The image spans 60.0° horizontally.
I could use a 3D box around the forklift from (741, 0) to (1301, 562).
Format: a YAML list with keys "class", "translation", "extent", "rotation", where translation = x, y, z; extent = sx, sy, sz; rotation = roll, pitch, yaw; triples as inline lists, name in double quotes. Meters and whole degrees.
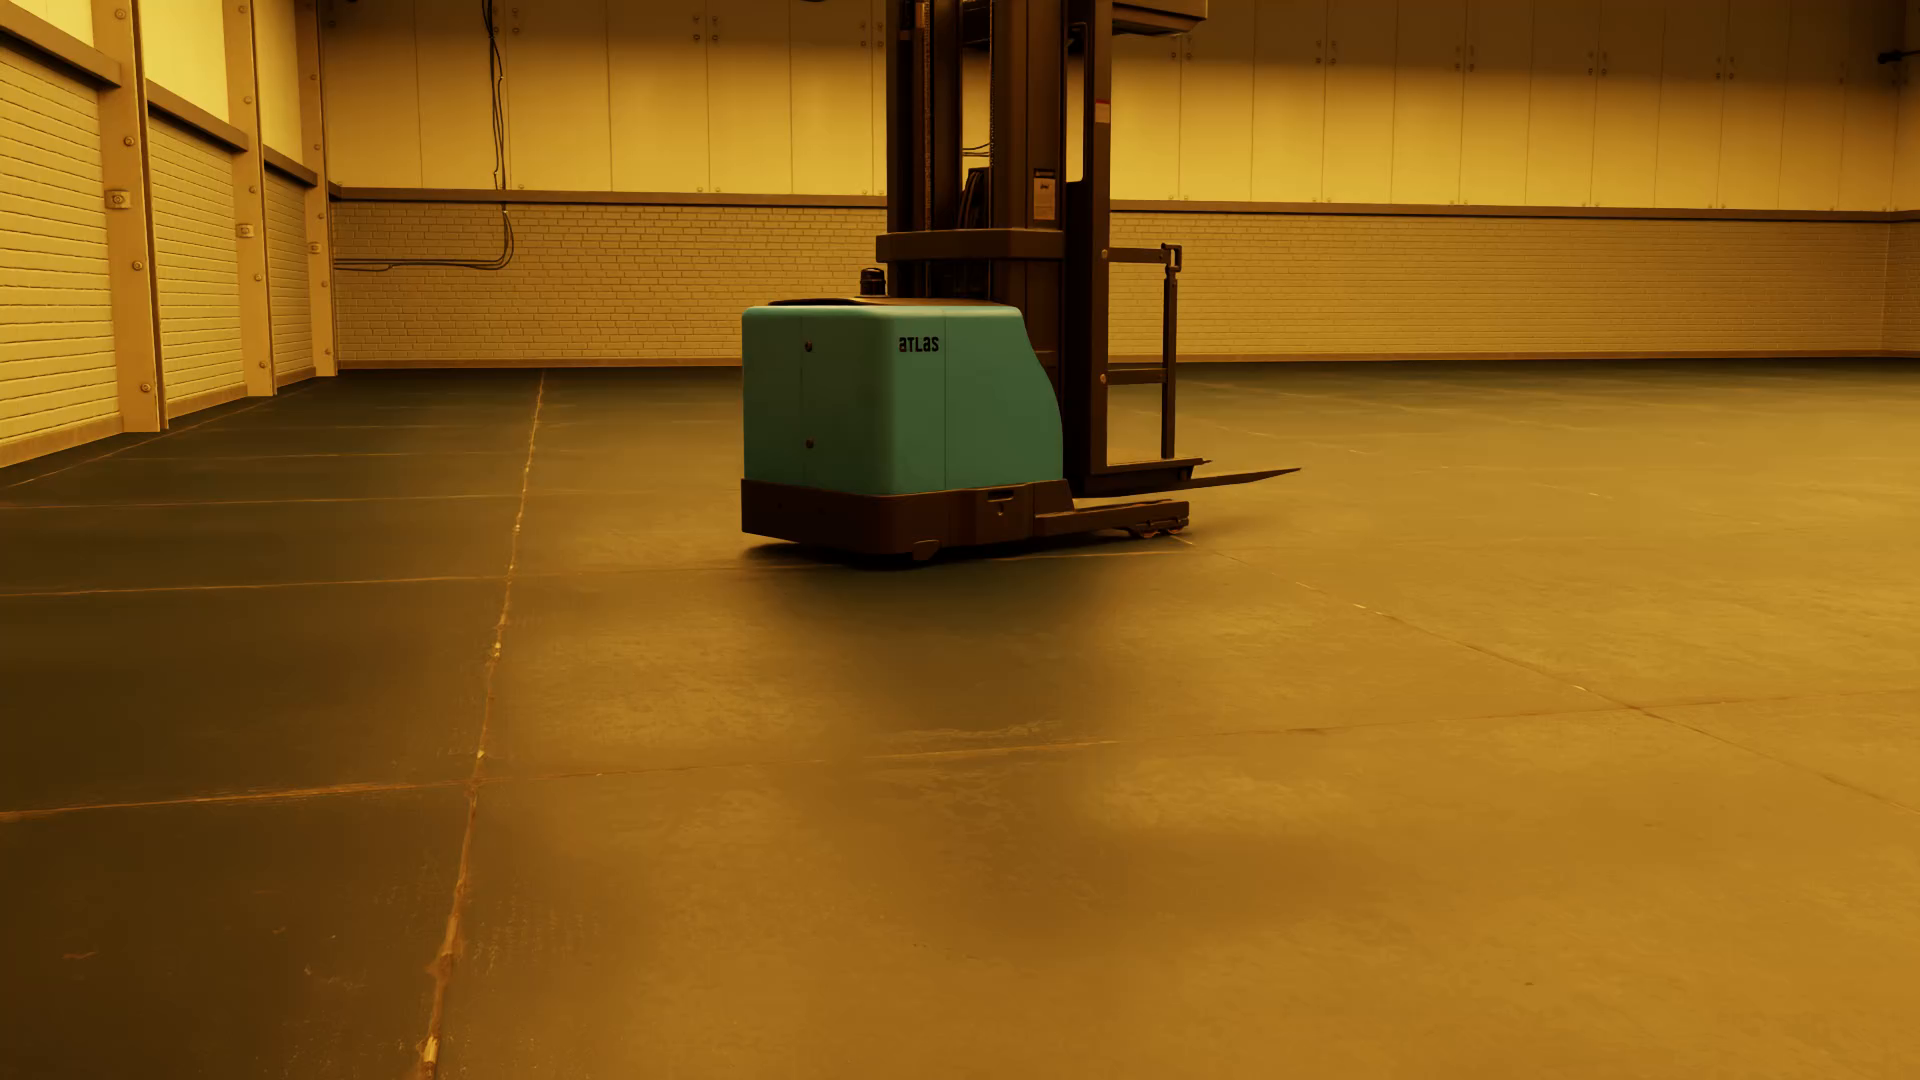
- class: "forklift"
  translation: [0.457, -1.508, 7.904]
  extent: [3.031, 2.935, 1.130]
  rotation: [-7, 11, -41]
